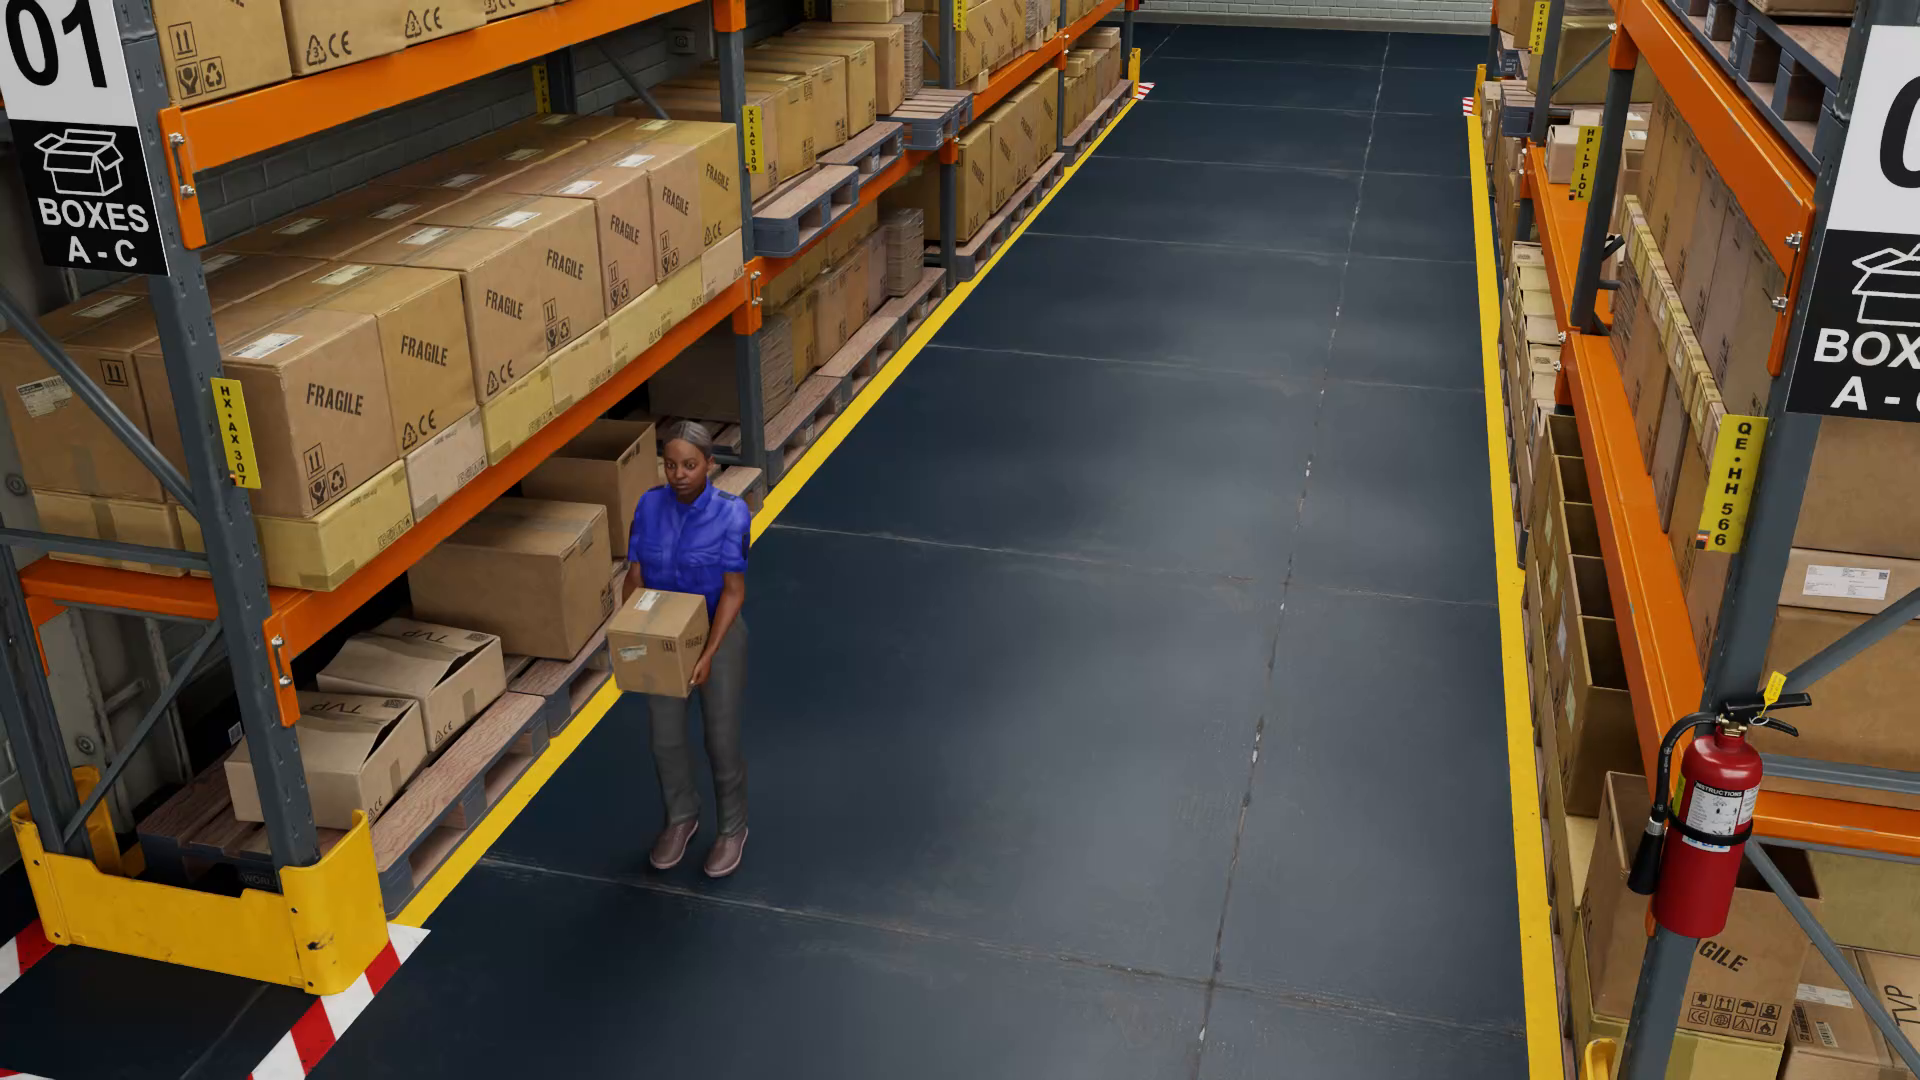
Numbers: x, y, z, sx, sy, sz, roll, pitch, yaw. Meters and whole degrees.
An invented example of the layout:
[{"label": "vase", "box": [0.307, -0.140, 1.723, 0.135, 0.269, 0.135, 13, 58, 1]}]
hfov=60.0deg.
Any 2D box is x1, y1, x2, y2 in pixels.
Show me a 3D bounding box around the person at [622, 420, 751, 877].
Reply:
[{"label": "person", "box": [-0.952, 0.409, 5.768, 0.441, 1.656, 0.501, 6, 26, 13]}]
